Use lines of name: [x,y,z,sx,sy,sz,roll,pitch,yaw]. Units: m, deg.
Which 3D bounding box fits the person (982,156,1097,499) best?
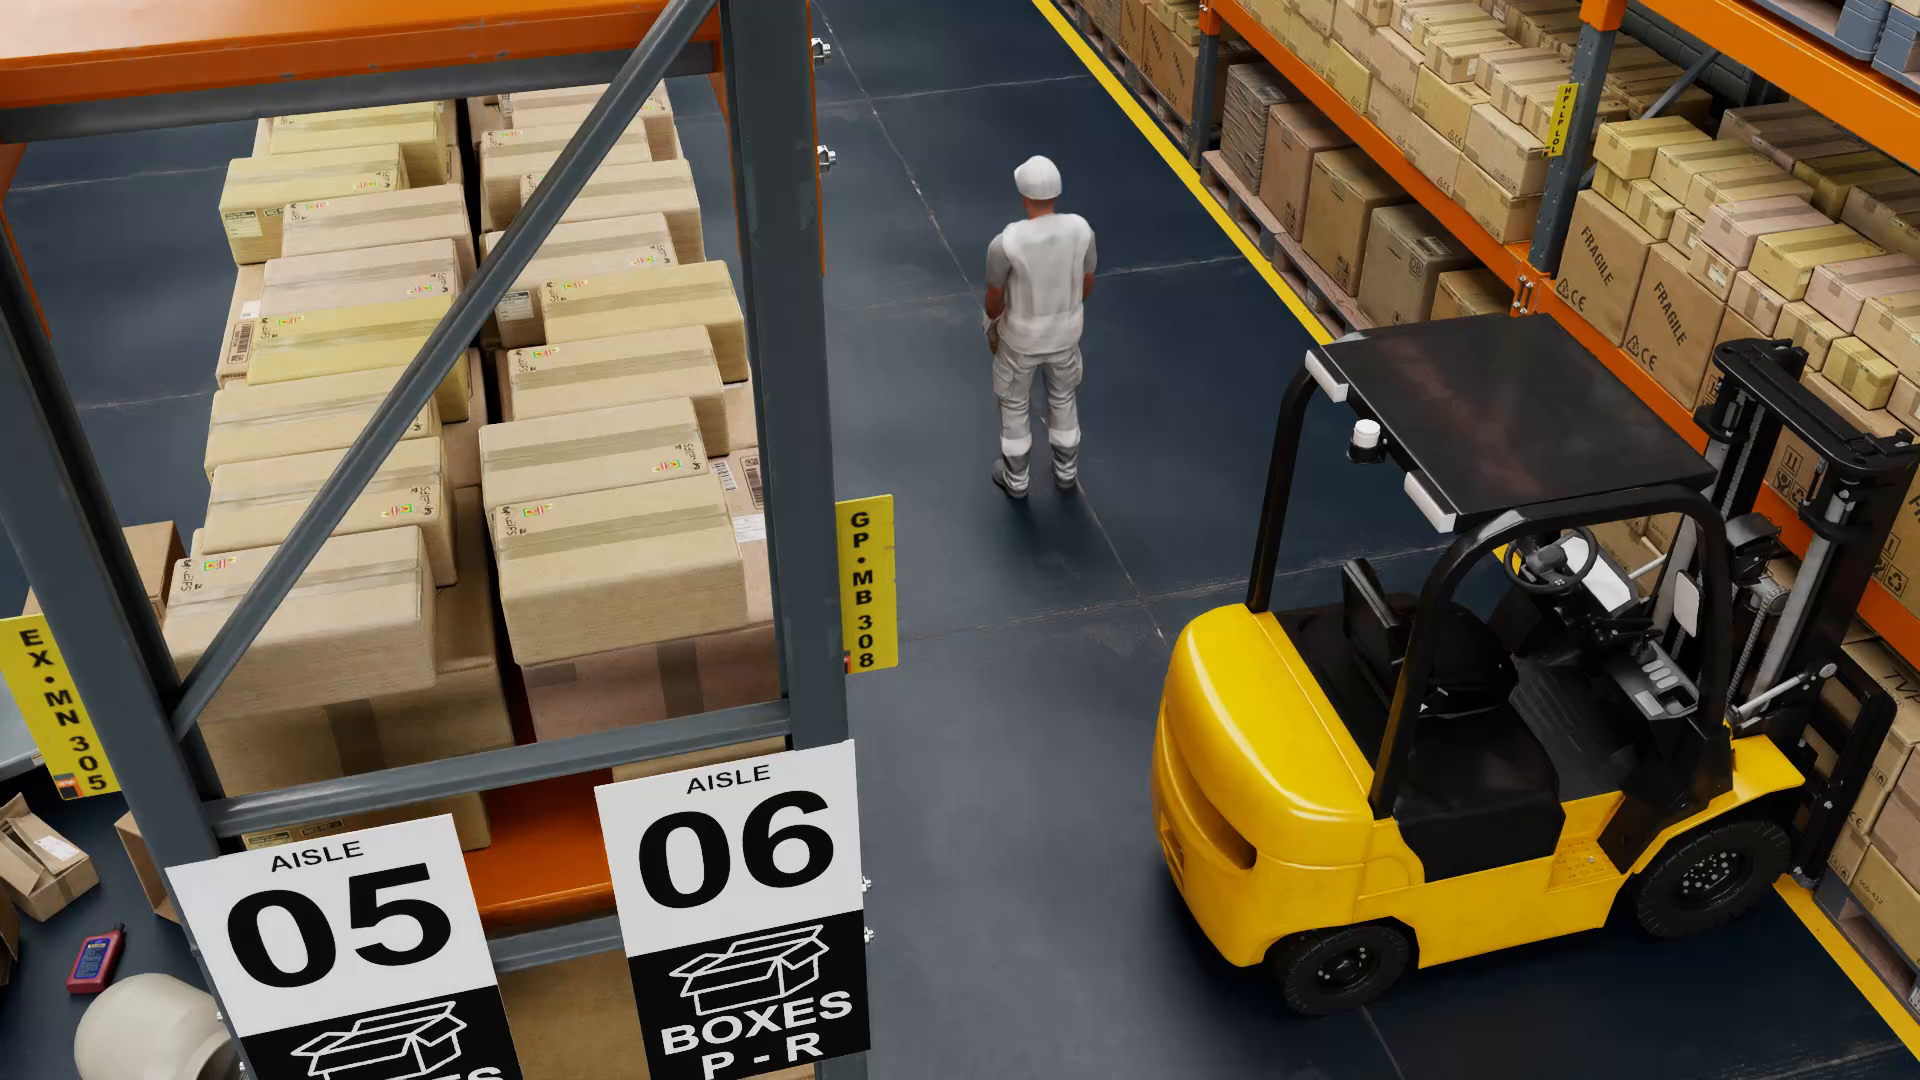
person: [0.366,-1.001,7.983,0.539,1.790,0.437,-10,39,-13]
